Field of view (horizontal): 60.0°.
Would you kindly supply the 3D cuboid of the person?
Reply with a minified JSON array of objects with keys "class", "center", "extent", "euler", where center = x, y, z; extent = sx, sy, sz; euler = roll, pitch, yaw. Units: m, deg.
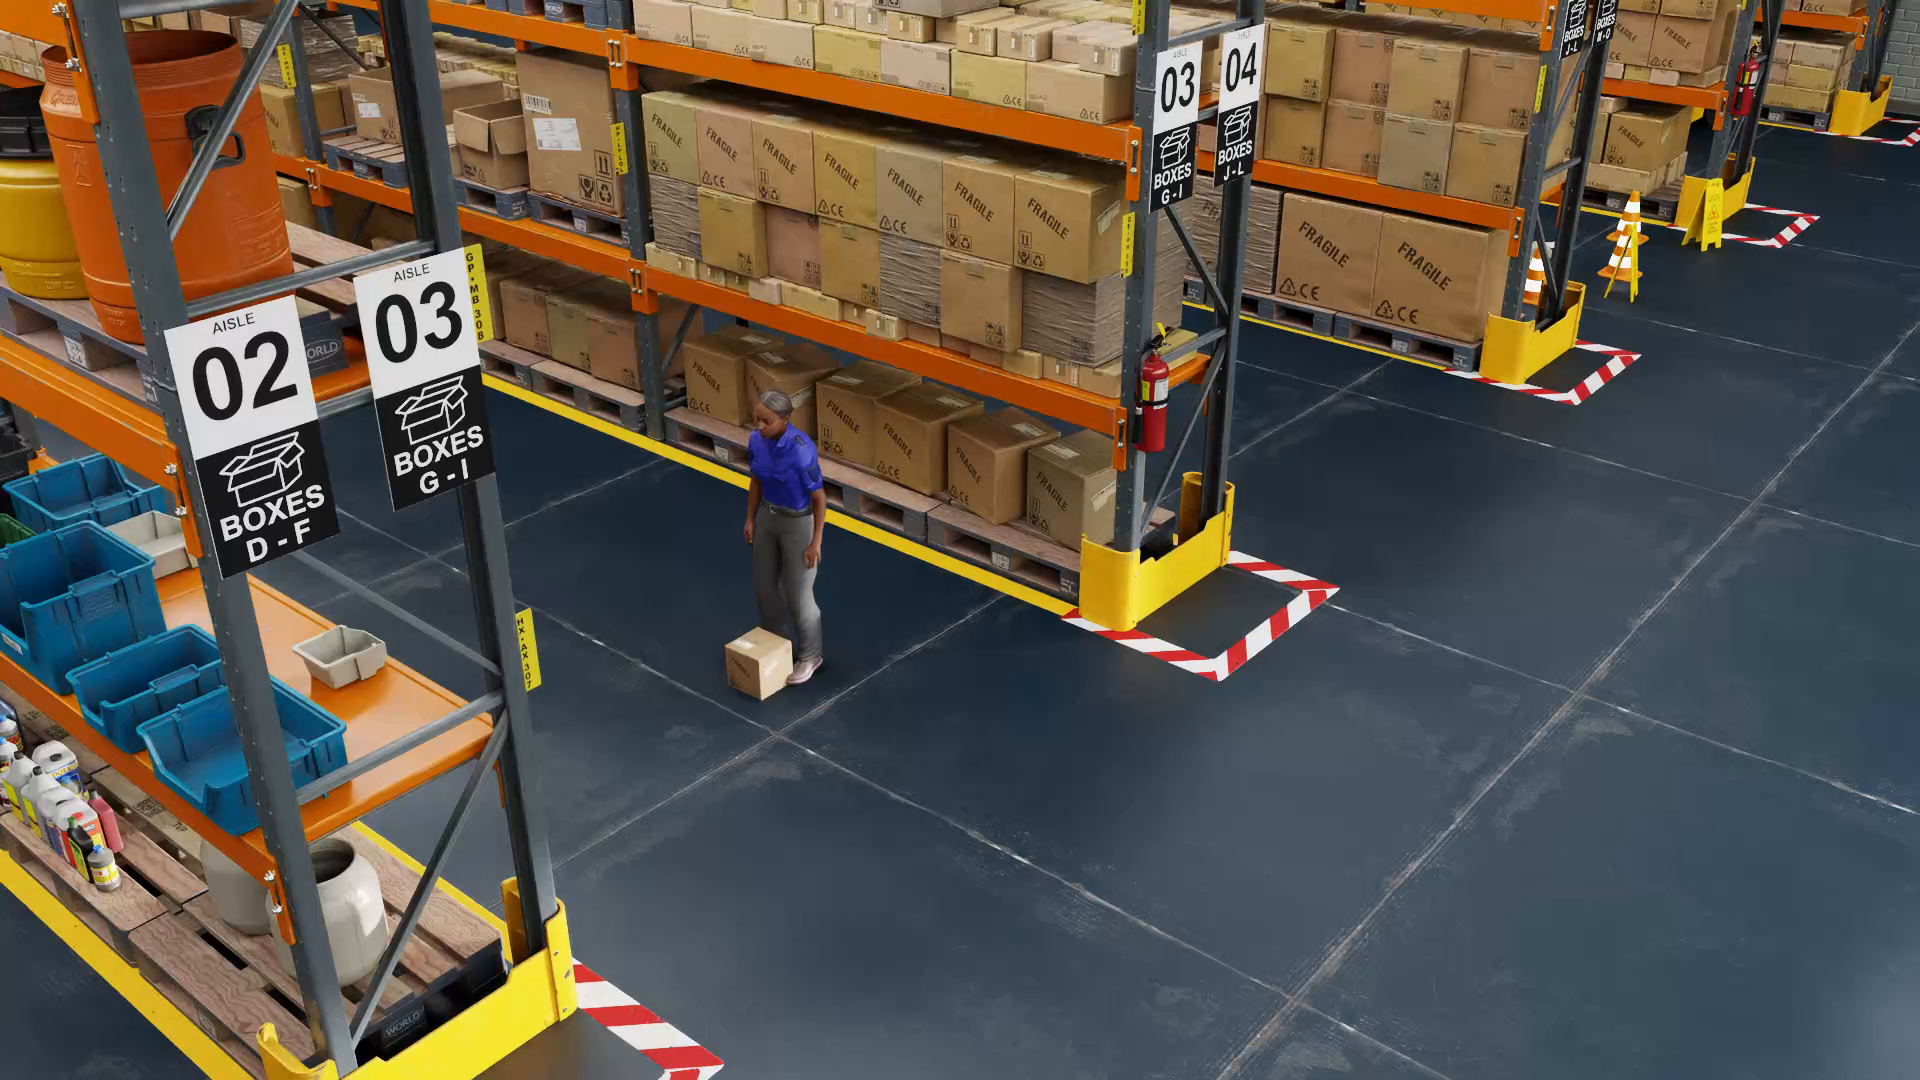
[{"class":"person","center":[-0.927,-0.048,8.716],"extent":[0.532,1.655,0.346],"euler":[19,33,32]}]
